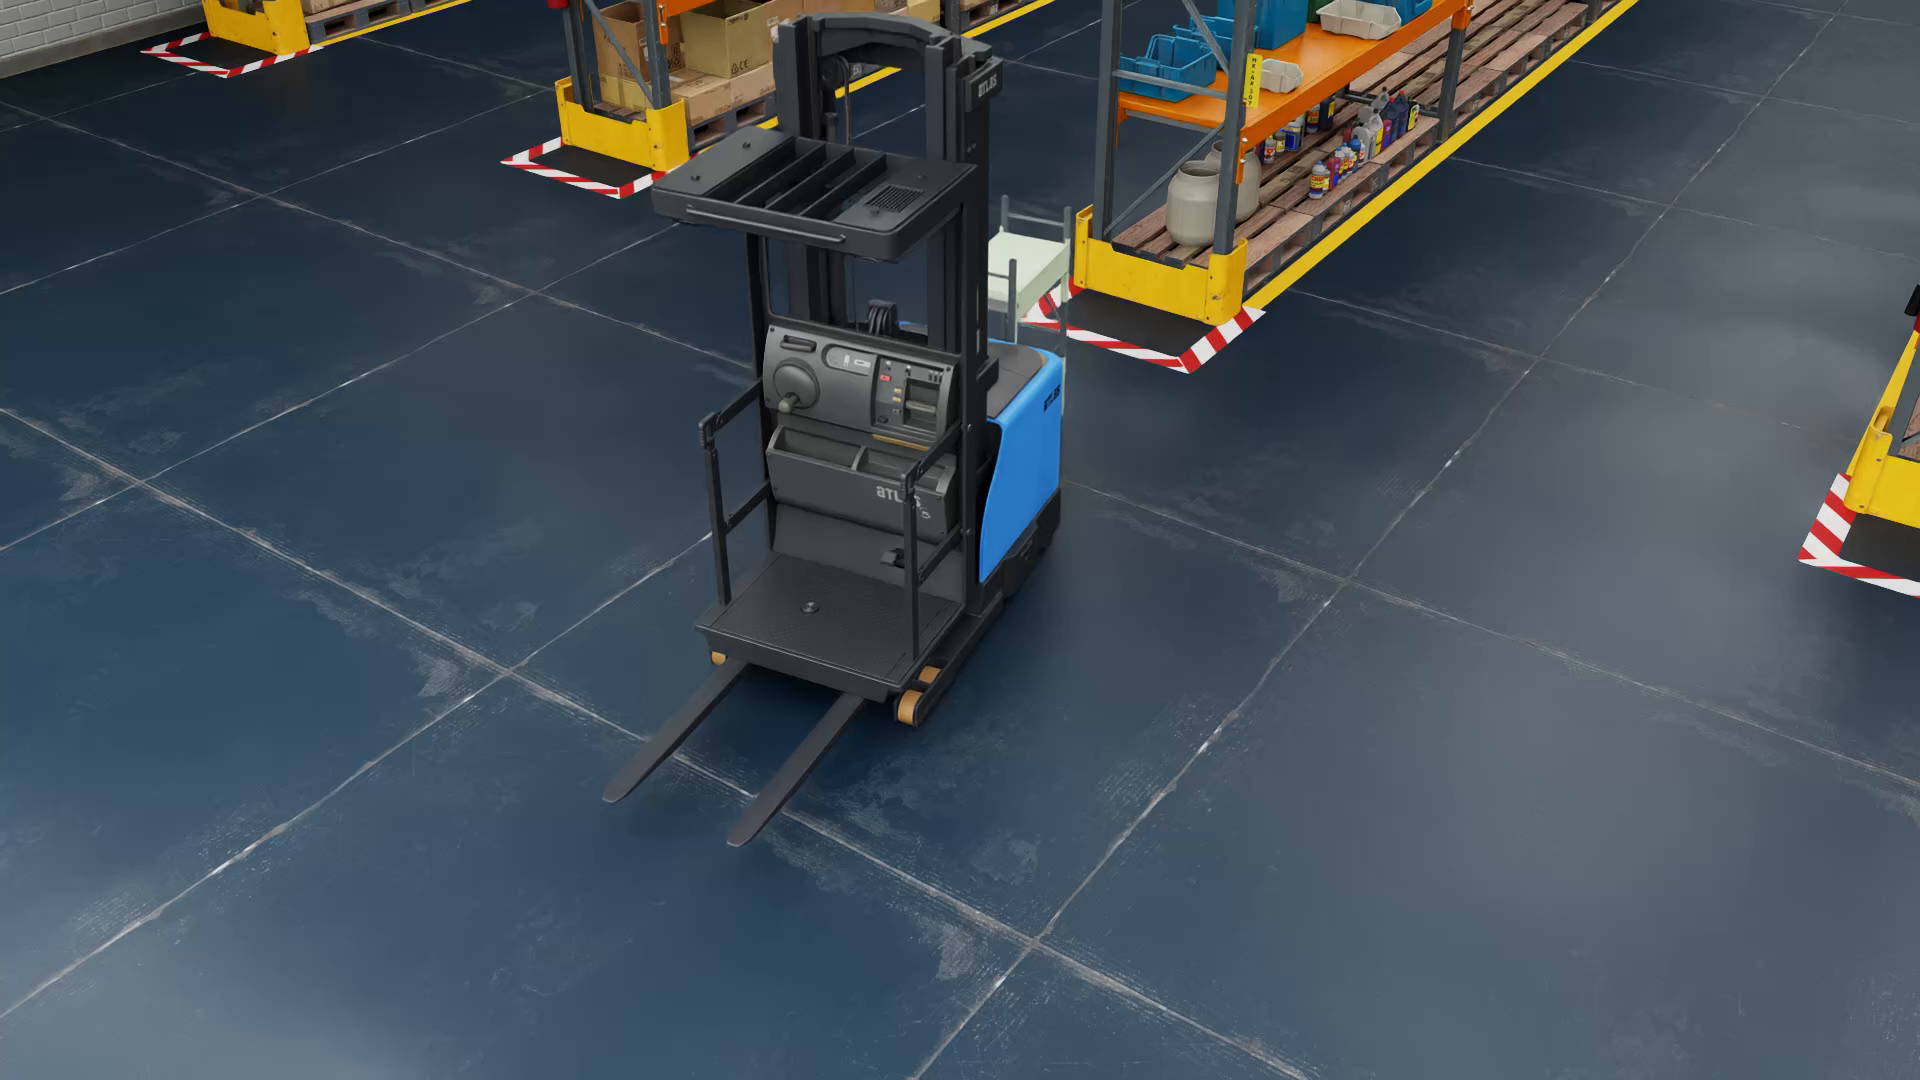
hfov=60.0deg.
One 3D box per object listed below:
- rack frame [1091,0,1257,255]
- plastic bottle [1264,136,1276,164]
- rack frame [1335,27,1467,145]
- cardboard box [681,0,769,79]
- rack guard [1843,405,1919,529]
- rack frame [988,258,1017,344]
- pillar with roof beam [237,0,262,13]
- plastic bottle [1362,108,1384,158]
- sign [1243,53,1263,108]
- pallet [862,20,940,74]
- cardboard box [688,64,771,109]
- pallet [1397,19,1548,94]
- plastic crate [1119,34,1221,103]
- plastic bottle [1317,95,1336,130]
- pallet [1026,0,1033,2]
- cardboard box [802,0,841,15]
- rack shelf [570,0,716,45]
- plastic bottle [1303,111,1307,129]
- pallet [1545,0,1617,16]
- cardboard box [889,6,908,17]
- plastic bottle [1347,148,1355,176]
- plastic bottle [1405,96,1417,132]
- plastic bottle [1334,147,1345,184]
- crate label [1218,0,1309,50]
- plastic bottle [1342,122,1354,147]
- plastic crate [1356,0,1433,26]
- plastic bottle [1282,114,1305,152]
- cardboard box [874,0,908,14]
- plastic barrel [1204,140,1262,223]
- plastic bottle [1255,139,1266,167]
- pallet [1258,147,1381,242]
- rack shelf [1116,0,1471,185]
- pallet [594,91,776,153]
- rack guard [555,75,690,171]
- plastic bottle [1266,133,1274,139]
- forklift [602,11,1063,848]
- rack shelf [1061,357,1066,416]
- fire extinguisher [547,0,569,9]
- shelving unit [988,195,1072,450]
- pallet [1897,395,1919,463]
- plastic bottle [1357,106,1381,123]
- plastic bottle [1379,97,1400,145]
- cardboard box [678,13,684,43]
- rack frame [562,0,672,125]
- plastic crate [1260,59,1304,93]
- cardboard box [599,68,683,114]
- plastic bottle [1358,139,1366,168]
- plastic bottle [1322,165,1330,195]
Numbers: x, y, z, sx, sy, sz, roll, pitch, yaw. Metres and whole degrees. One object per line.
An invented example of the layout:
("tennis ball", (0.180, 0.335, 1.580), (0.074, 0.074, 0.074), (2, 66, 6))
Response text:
("rack frame", (1.336, -2.864, 10.483), (1.000, 3.000, 0.127), (21, 39, 28))
("plastic bottle", (2.381, -3.012, 12.807), (0.097, 0.201, 0.097), (0, 34, 0))
("rack frame", (3.616, -4.704, 13.205), (1.000, 3.000, 0.127), (21, 39, 28))
("cardboard box", (-1.959, -4.200, 13.868), (0.500, 0.500, 0.500), (21, 39, 28))
("rack guard", (5.448, -0.281, 8.895), (1.175, 0.500, 0.348), (21, 39, 28))
("rack frame", (0.099, -0.826, 8.809), (0.400, 1.500, 0.023), (15, 37, 21))
("pillar with roof beam", (-3.578, -7.737, 12.333), (9.100, 9.000, 0.400), (21, 39, 28))
("plastic bottle", (3.192, -3.164, 12.899), (0.144, 0.351, 0.185), (21, 39, 28))
("sign", (1.785, -2.801, 10.142), (0.100, 0.325, 0.005), (21, 39, 28))
("pallet", (-0.939, -4.781, 15.806), (1.003, 0.211, 1.213), (21, 39, 28))
("cardboard box", (-1.961, -3.890, 14.079), (0.500, 0.250, 0.500), (21, 39, 28))
("pallet", (4.727, -4.487, 15.372), (1.003, 0.211, 1.213), (21, 39, 28))
("plastic crate", (1.375, -3.128, 11.006), (0.499, 0.251, 0.616), (21, 39, 28))
("plastic bottle", (2.934, -3.504, 13.402), (0.144, 0.351, 0.185), (21, 39, 28))
("pallet", (0.632, -6.049, 17.681), (1.003, 0.211, 1.213), (21, 39, 28))
("cardboard box", (-1.385, -4.658, 14.547), (0.500, 0.500, 0.500), (21, 39, 28))
("rack shelf", (-1.591, -5.070, 14.387), (1.077, 0.370, 4.000), (21, 39, 28))
("plastic bottle", (2.708, -3.464, 13.342), (0.144, 0.351, 0.185), (20, 39, 26))
("pallet", (6.312, -5.766, 17.264), (1.003, 0.211, 1.213), (21, 39, 28))
("cardboard box", (-0.829, -4.813, 15.445), (0.500, 0.250, 0.500), (21, 39, 28))
("plastic bottle", (2.934, -2.871, 12.599), (0.097, 0.201, 0.097), (0, 34, 0))
("plastic bottle", (3.613, -3.435, 13.359), (0.061, 0.283, 0.133), (23, 41, 30))
("plastic bottle", (2.821, -2.808, 12.443), (0.097, 0.271, 0.097), (0, 34, 0))
("crate label", (2.163, -3.812, 11.853), (0.502, 0.435, 0.616), (21, 39, 28))
("plastic bottle", (3.009, -3.096, 12.859), (0.061, 0.283, 0.133), (21, 39, 28))
("plastic crate", (3.208, -4.047, 12.365), (0.499, 0.251, 0.616), (21, 39, 28))
("plastic bottle", (2.601, -3.201, 13.020), (0.152, 0.276, 0.135), (21, 39, 28))
("cardboard box", (-0.830, -5.124, 15.236), (0.500, 0.500, 0.500), (21, 39, 28))
("plastic barrel", (1.934, -2.565, 11.887), (0.421, 0.512, 0.421), (0, 34, 0))
("plastic bottle", (2.277, -2.979, 12.686), (0.061, 0.283, 0.133), (21, 39, 28))
("pallet", (2.504, -2.690, 12.715), (1.003, 0.211, 1.213), (21, 39, 28))
("rack shelf", (2.476, -3.486, 12.045), (1.077, 0.370, 4.000), (21, 39, 28))
("pallet", (-2.330, -3.658, 14.146), (1.003, 0.211, 1.213), (21, 39, 28))
("rack guard", (-2.745, -3.401, 13.509), (1.175, 0.500, 0.348), (21, 39, 28))
("plastic bottle", (2.359, -3.182, 12.926), (0.144, 0.351, 0.185), (23, 40, 30))
("forklift", (-0.549, -0.639, 7.253), (1.130, 2.935, 3.031), (15, 37, 21))
("rack shelf", (0.255, -0.742, 9.266), (0.431, 0.370, 0.720), (15, 37, 21))
("fire extinguisher", (-3.180, -4.509, 12.985), (0.296, 0.674, 0.183), (21, 39, 28))
("shelving unit", (0.255, -1.012, 9.083), (0.431, 1.500, 0.755), (15, 37, 21))
("pallet", (5.940, -0.524, 9.512), (1.003, 0.211, 1.213), (21, 39, 28))
("plastic bottle", (3.241, -3.317, 13.192), (0.152, 0.276, 0.135), (21, 39, 28))
("plastic bottle", (3.377, -3.313, 13.118), (0.144, 0.351, 0.185), (19, 39, 26))
("cardboard box", (-2.112, -4.600, 14.460), (0.500, 0.500, 0.500), (21, 39, 28))
("rack frame", (-2.731, -4.448, 12.825), (1.000, 3.000, 0.127), (21, 39, 28))
("plastic crate", (2.110, -3.064, 11.013), (0.298, 0.136, 0.250), (21, 39, 28))
("cardboard box", (-2.668, -3.824, 13.982), (0.500, 0.250, 0.500), (21, 39, 28))
("plastic bottle", (3.052, -2.966, 12.738), (0.097, 0.201, 0.097), (0, 34, 0))
("plastic bottle", (2.685, -2.669, 12.300), (0.097, 0.201, 0.097), (0, 34, 0))
